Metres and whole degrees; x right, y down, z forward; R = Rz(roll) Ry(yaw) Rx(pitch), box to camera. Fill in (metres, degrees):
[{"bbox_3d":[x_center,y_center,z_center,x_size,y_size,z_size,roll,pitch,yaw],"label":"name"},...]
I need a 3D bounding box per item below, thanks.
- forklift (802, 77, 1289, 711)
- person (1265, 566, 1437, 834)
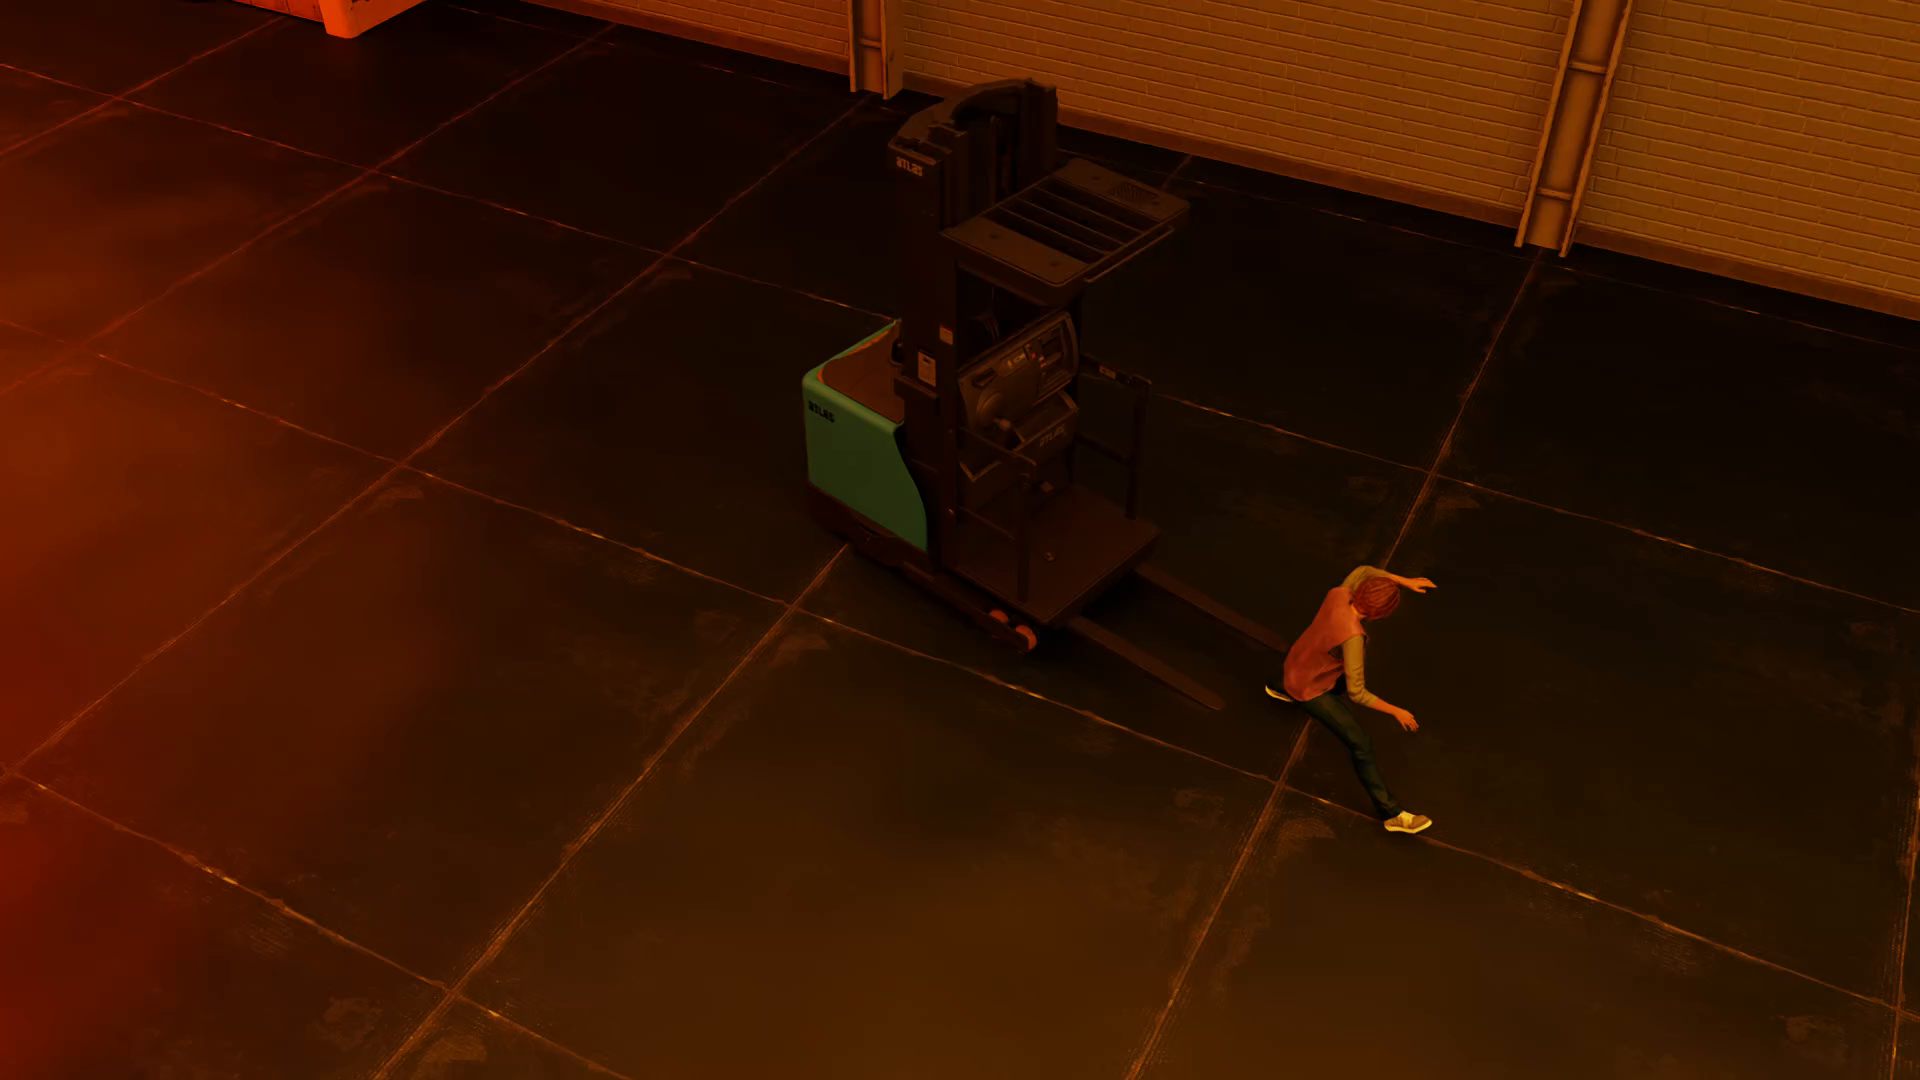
[{"bbox_3d":[0.483,-0.857,9.004,3.031,2.935,1.130,30,49,31],"label":"forklift"},{"bbox_3d":[2.030,0.722,8.453,0.922,1.302,0.977,10,41,11],"label":"person"}]
